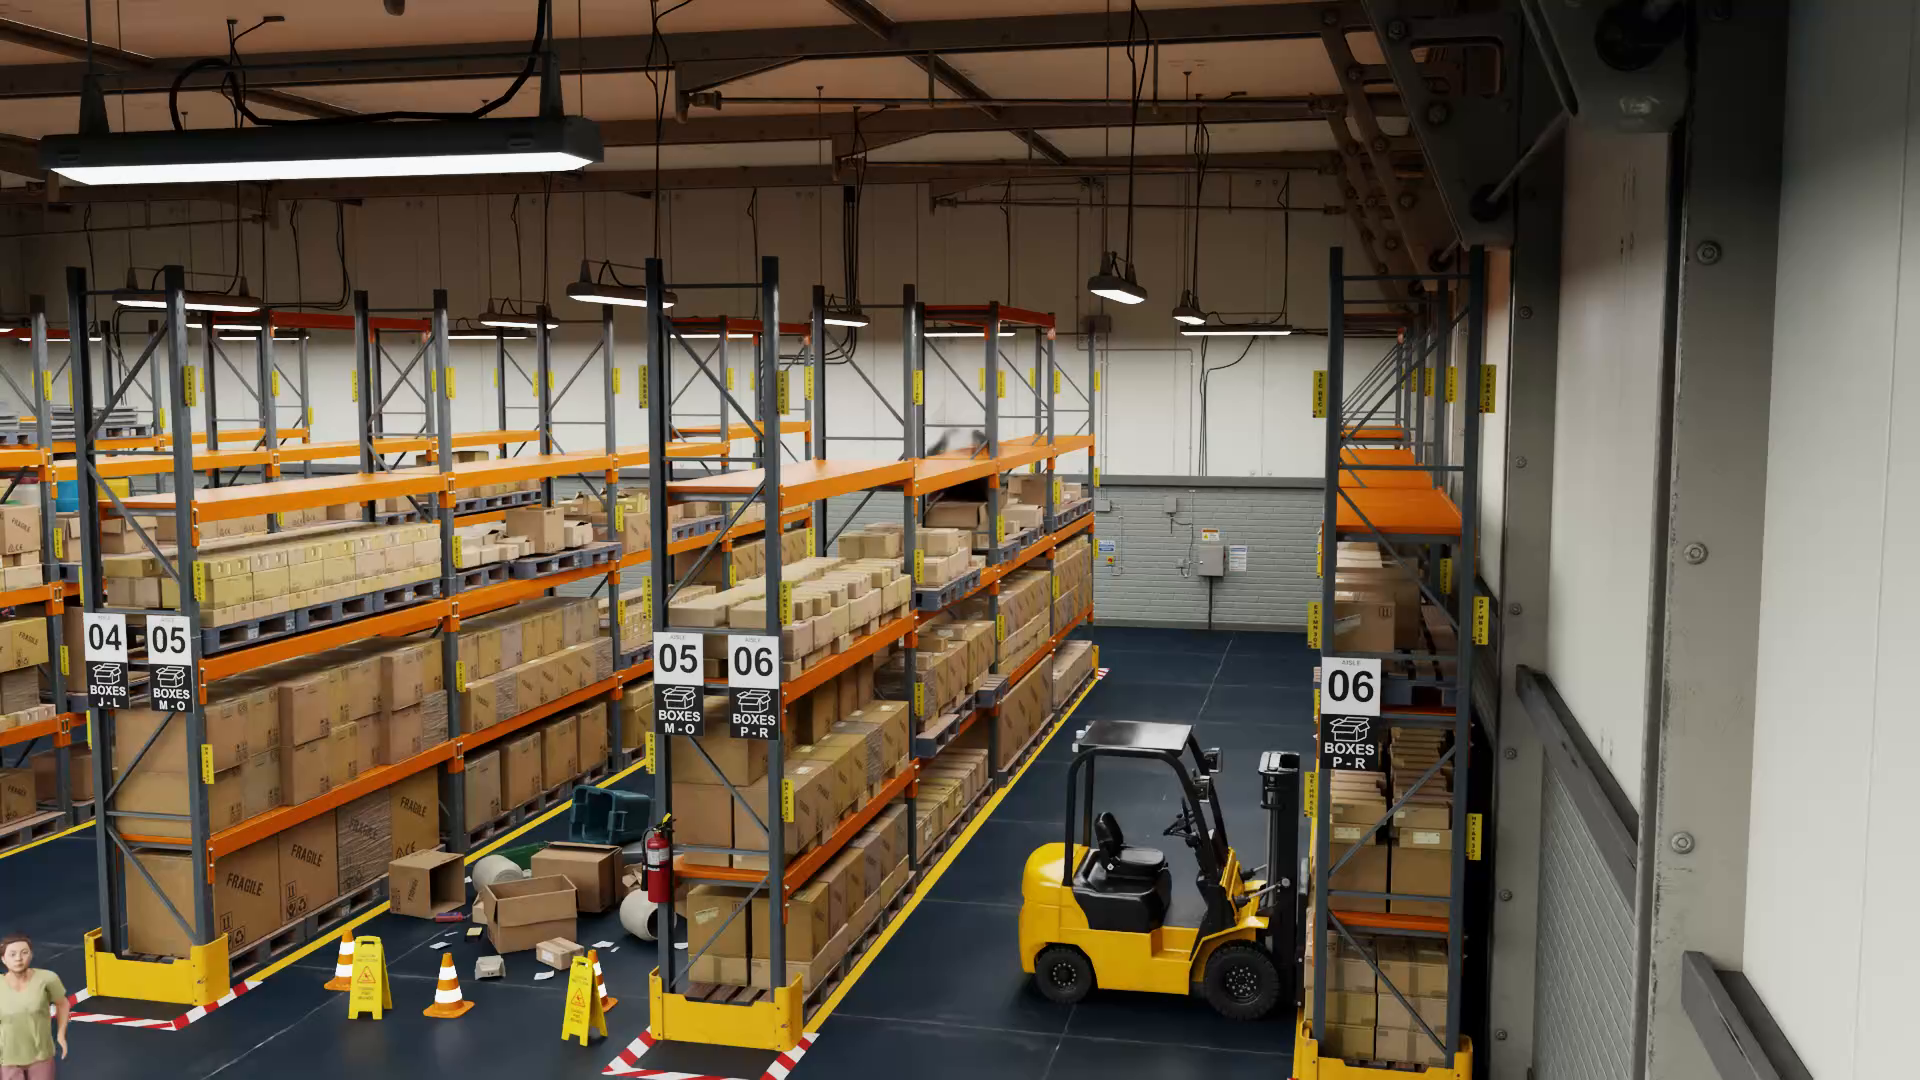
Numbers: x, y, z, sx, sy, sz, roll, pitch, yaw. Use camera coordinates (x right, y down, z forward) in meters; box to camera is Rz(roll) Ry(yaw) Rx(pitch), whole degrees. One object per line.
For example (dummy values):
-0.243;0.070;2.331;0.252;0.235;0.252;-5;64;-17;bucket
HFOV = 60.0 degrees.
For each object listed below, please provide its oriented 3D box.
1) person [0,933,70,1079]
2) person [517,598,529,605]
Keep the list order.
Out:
-5.980;3.296;10.605;0.581;1.635;0.637;-4;7;-33;person
-6.935;1.706;26.590;0.554;1.556;0.496;1;6;13;person
